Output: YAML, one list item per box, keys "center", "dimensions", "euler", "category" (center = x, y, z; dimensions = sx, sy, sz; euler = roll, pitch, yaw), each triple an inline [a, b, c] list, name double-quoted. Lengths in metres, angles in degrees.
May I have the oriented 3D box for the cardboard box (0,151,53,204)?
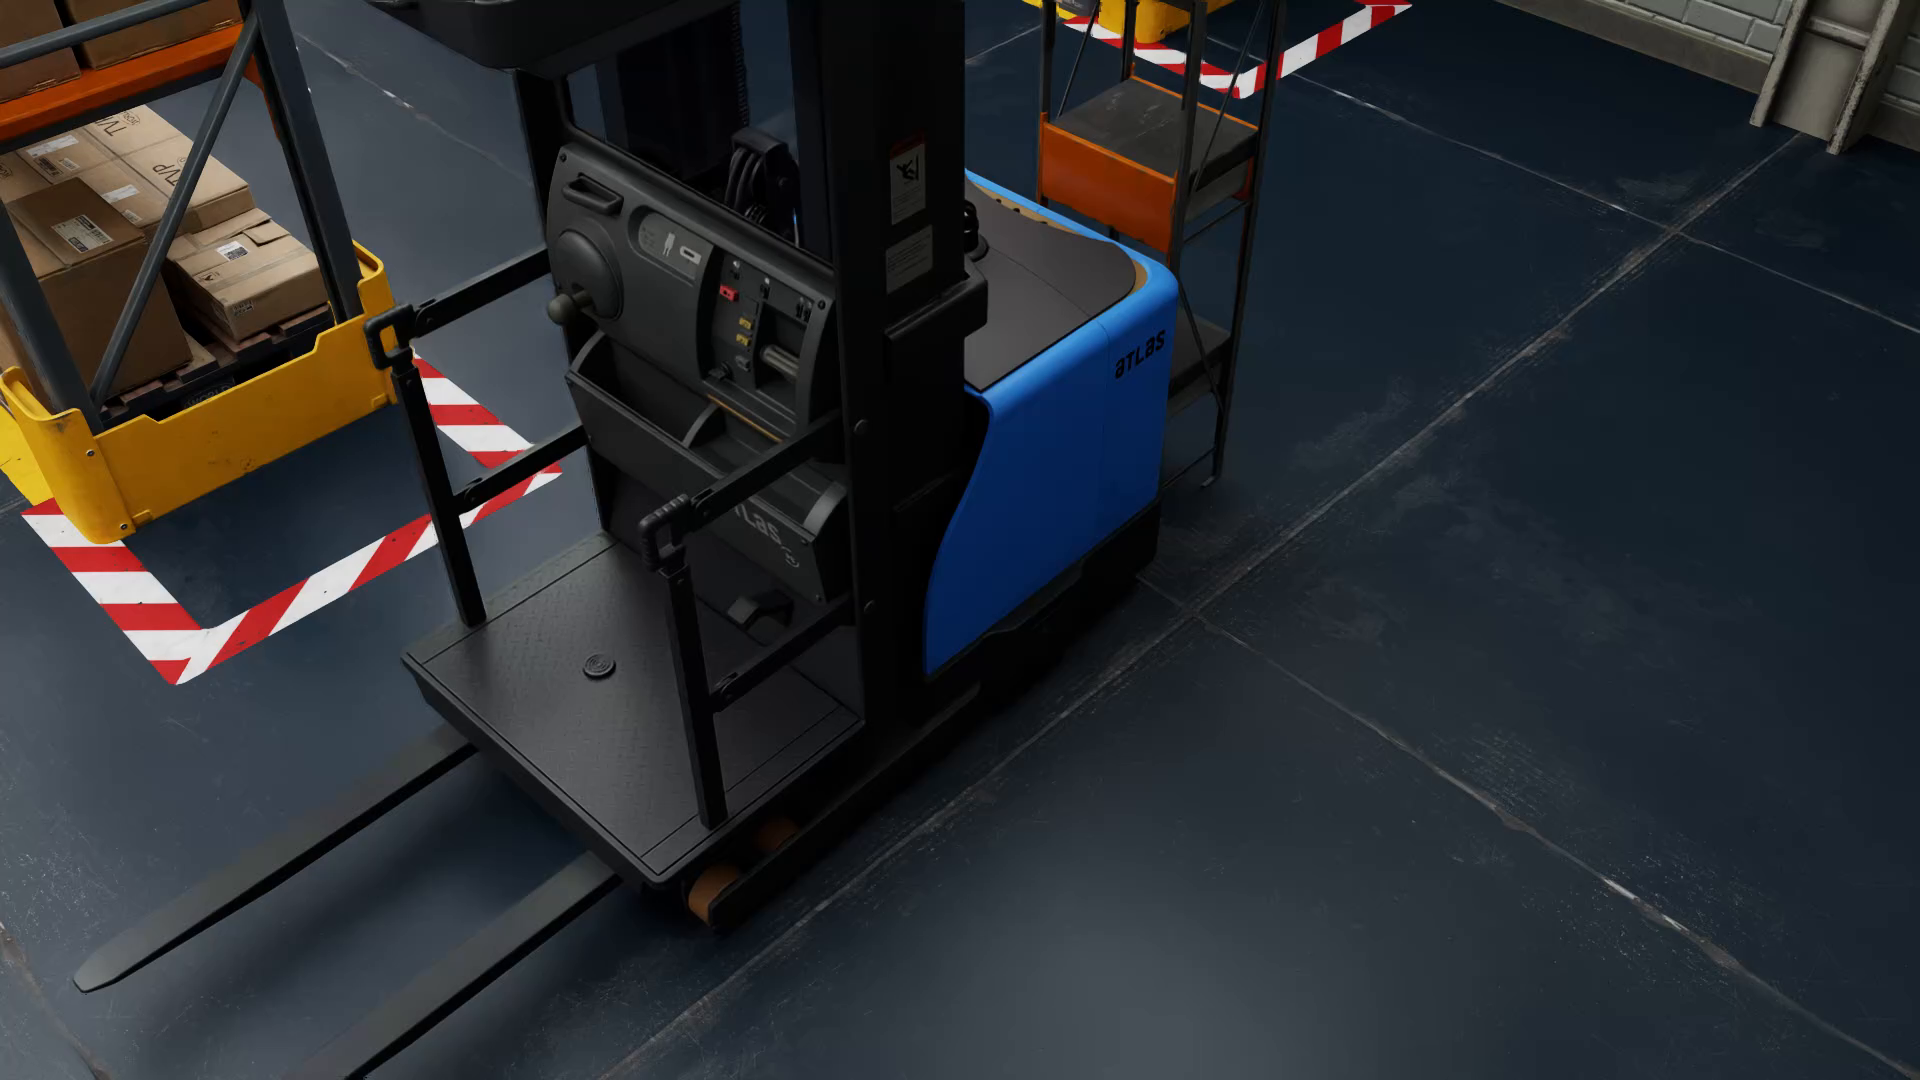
- center: [-3.565, -1.161, 5.998]
  dimensions: [0.500, 0.250, 0.500]
  euler: [-34, 53, -31]
  category: "cardboard box"

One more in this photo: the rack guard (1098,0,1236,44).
- center: [1.165, -2.841, 7.956]
  dimensions: [1.175, 0.500, 0.348]
  euler: [-34, 53, -31]
  category: "rack guard"

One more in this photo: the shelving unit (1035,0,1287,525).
- center: [0.539, -0.999, 4.784]
  dimensions: [0.503, 2.100, 0.431]
  euler: [32, 52, 30]
  category: "shelving unit"

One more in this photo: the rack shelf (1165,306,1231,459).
- center: [0.539, -0.475, 5.269]
  dimensions: [0.480, 0.518, 0.431]
  euler: [32, 52, 30]
  category: "rack shelf"

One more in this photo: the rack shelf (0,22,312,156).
- center: [-3.769, -2.092, 5.833]
  dimensions: [1.077, 0.370, 4.000]
  euler: [-34, 53, -31]
  category: "rack shelf"

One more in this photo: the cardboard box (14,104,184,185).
- center: [-3.246, -1.424, 6.283]
  dimensions: [0.500, 0.250, 0.500]
  euler: [-34, 53, -31]
  category: "cardboard box"

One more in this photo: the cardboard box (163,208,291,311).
- center: [-2.586, -1.002, 5.888]
  dimensions: [0.380, 0.166, 0.250]
  euler: [-34, 53, -31]
  category: "cardboard box"

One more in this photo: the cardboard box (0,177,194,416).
- center: [-2.915, -0.782, 5.403]
  dimensions: [0.500, 0.500, 0.500]
  euler: [-34, 53, -31]
  category: "cardboard box"

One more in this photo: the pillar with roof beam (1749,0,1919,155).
- center: [0.619, -3.028, 1.896]
  dimensions: [9.100, 9.000, 0.400]
  euler: [-34, 53, -31]
  category: "pillar with roof beam"

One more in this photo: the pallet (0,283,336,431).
- center: [-2.974, -0.790, 5.949]
  dimensions: [1.003, 0.211, 1.213]
  euler: [-34, 53, -31]
  category: "pallet"

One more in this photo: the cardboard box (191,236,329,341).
- center: [-2.409, -0.875, 5.763]
  dimensions: [0.380, 0.149, 0.250]
  euler: [-34, 53, -31]
  category: "cardboard box"

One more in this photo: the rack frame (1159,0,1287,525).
- center: [0.717, -0.886, 4.662]
  dimensions: [0.015, 2.100, 0.400]
  euler: [32, 52, 30]
  category: "rack frame"

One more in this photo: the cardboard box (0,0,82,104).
- center: [-2.866, -1.516, 4.607]
  dimensions: [0.500, 0.500, 0.500]
  euler: [-32, 52, -30]
  category: "cardboard box"

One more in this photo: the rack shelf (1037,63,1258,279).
- center: [0.539, -0.989, 4.794]
  dimensions: [0.480, 0.518, 0.431]
  euler: [32, 52, 30]
  category: "rack shelf"

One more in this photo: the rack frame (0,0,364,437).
- center: [-2.357, -1.395, 4.549]
  dimensions: [1.000, 3.000, 0.127]
  euler: [-34, 53, -31]
  category: "rack frame"

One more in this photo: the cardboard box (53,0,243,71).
- center: [-2.484, -1.771, 4.883]
  dimensions: [0.500, 0.500, 0.500]
  euler: [-33, 52, -30]
  category: "cardboard box"

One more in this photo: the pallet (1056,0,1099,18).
- center: [0.528, -3.093, 8.442]
  dimensions: [1.003, 0.211, 1.213]
  euler: [-34, 53, -31]
  category: "pallet"

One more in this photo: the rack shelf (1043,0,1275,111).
- center: [0.539, -1.503, 4.319]
  dimensions: [0.480, 0.518, 0.431]
  euler: [32, 52, 30]
  category: "rack shelf"

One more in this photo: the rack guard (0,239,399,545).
- center: [-2.411, -0.513, 5.437]
  dimensions: [1.175, 0.500, 0.348]
  euler: [-34, 53, -31]
  category: "rack guard"

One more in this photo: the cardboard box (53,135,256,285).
- center: [-2.893, -1.184, 6.023]
  dimensions: [0.500, 0.250, 0.500]
  euler: [-34, 53, -31]
  category: "cardboard box"

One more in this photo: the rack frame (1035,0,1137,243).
- center: [0.361, -1.113, 4.907]
  dimensions: [0.015, 2.100, 0.400]
  euler: [32, 52, 30]
  category: "rack frame"

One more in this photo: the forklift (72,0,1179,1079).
- center: [-0.770, -0.499, 3.630]
  dimensions: [1.130, 2.935, 3.031]
  euler: [32, 52, 30]
  category: "forklift"
